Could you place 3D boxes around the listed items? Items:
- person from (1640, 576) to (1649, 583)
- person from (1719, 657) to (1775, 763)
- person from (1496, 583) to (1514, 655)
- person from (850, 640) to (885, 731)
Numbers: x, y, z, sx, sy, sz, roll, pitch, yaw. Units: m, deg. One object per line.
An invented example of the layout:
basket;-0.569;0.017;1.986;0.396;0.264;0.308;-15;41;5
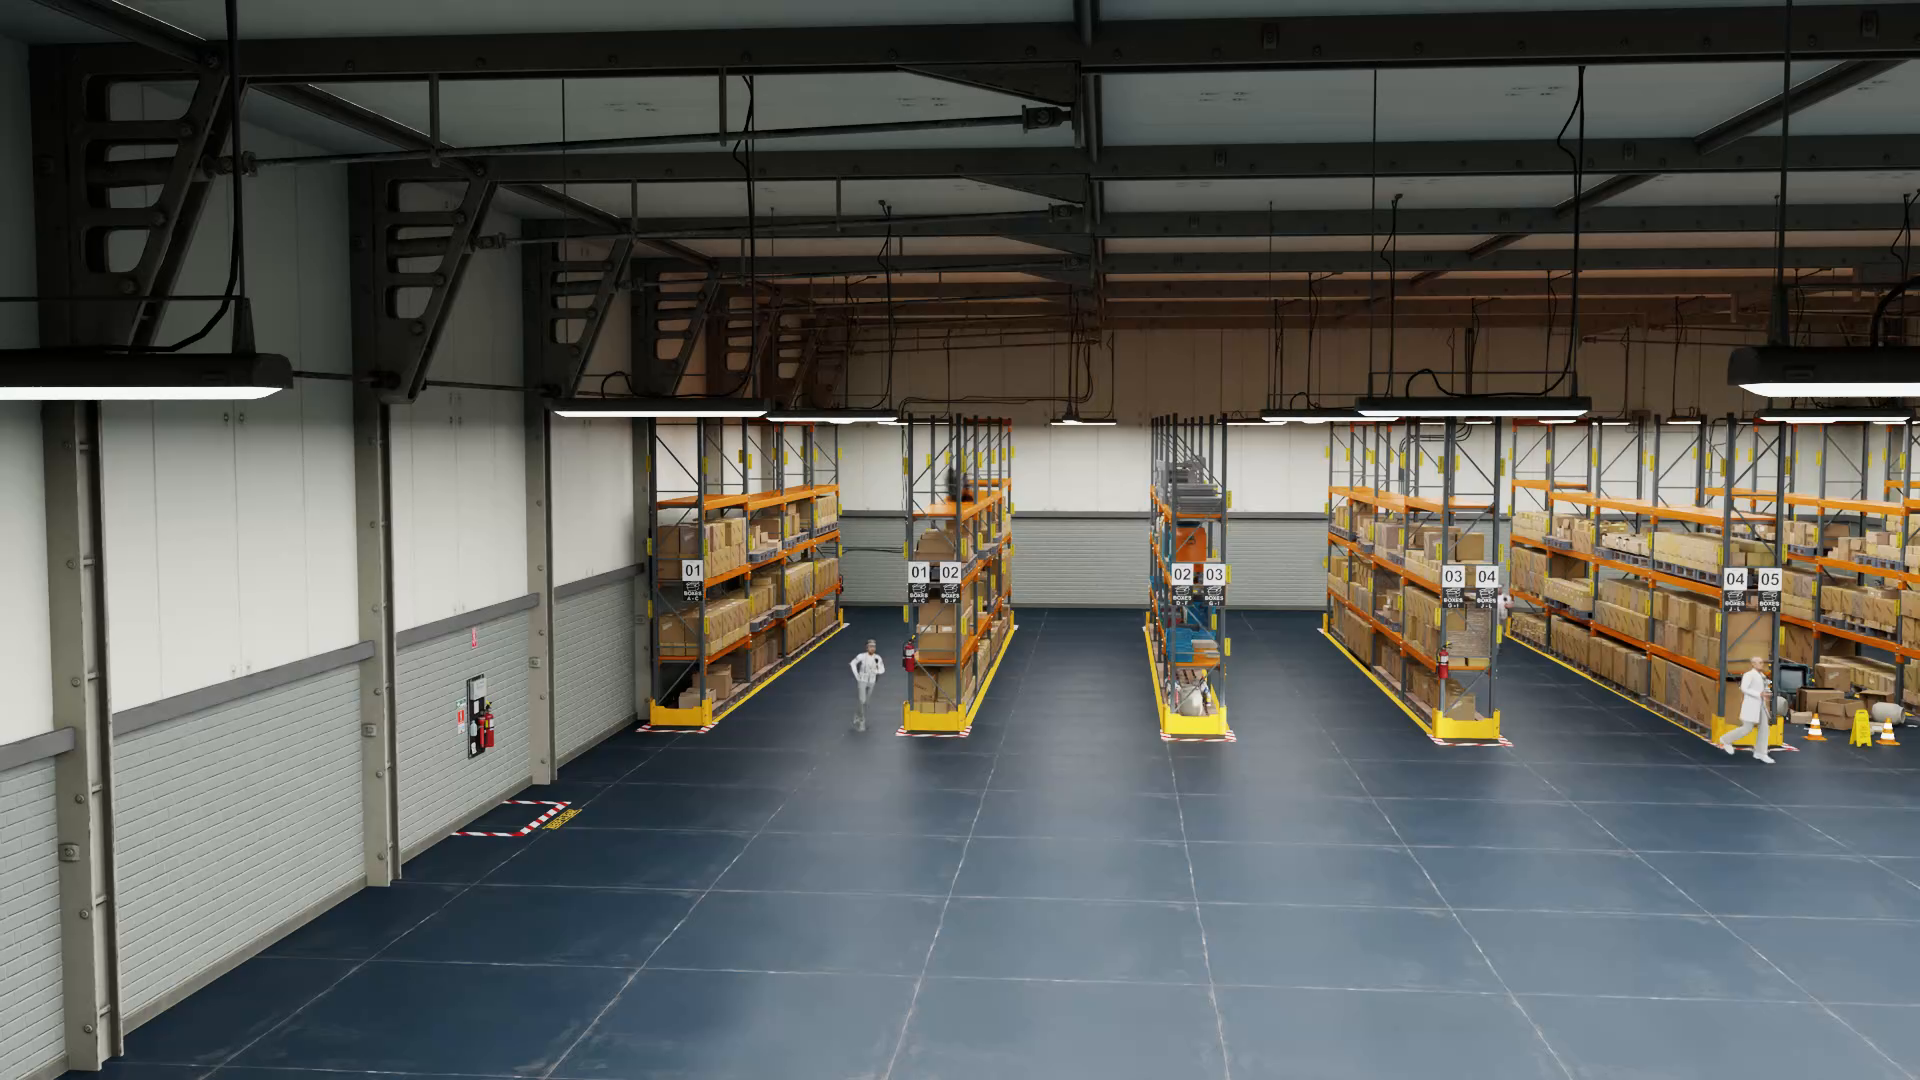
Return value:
person;19.389;1.731;47.145;0.727;1.720;0.568;0;4;6
person;13.694;2.927;28.778;0.722;1.750;0.949;-3;5;-37
person;13.762;1.992;42.350;0.636;1.831;0.884;1;4;8
person;-1.765;2.758;31.874;0.608;1.736;0.809;-1;4;-21
